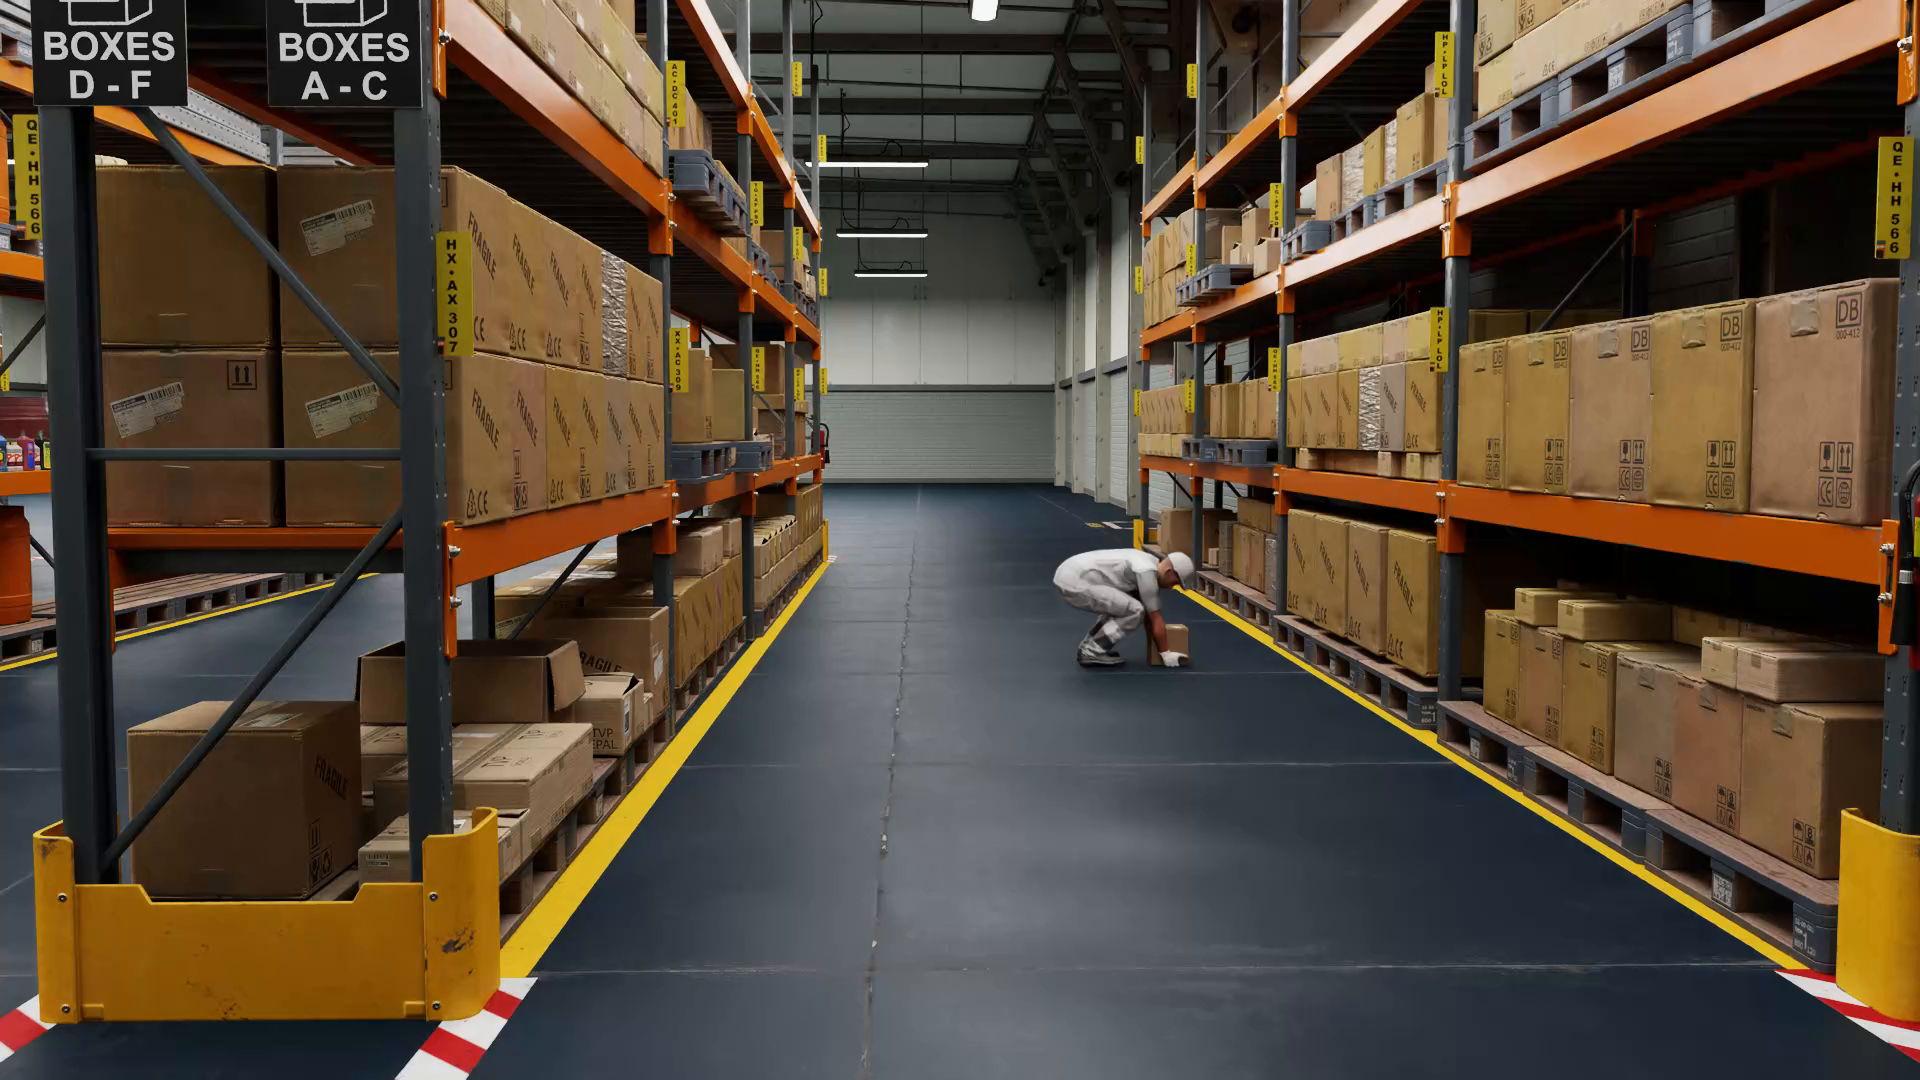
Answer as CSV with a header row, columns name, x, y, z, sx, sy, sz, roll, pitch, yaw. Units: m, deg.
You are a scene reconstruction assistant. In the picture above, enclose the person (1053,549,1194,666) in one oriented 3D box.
name,x,y,z,sx,sy,sz,roll,pitch,yaw
person,1.116,0.464,11.329,0.961,0.804,0.523,0,4,-3
